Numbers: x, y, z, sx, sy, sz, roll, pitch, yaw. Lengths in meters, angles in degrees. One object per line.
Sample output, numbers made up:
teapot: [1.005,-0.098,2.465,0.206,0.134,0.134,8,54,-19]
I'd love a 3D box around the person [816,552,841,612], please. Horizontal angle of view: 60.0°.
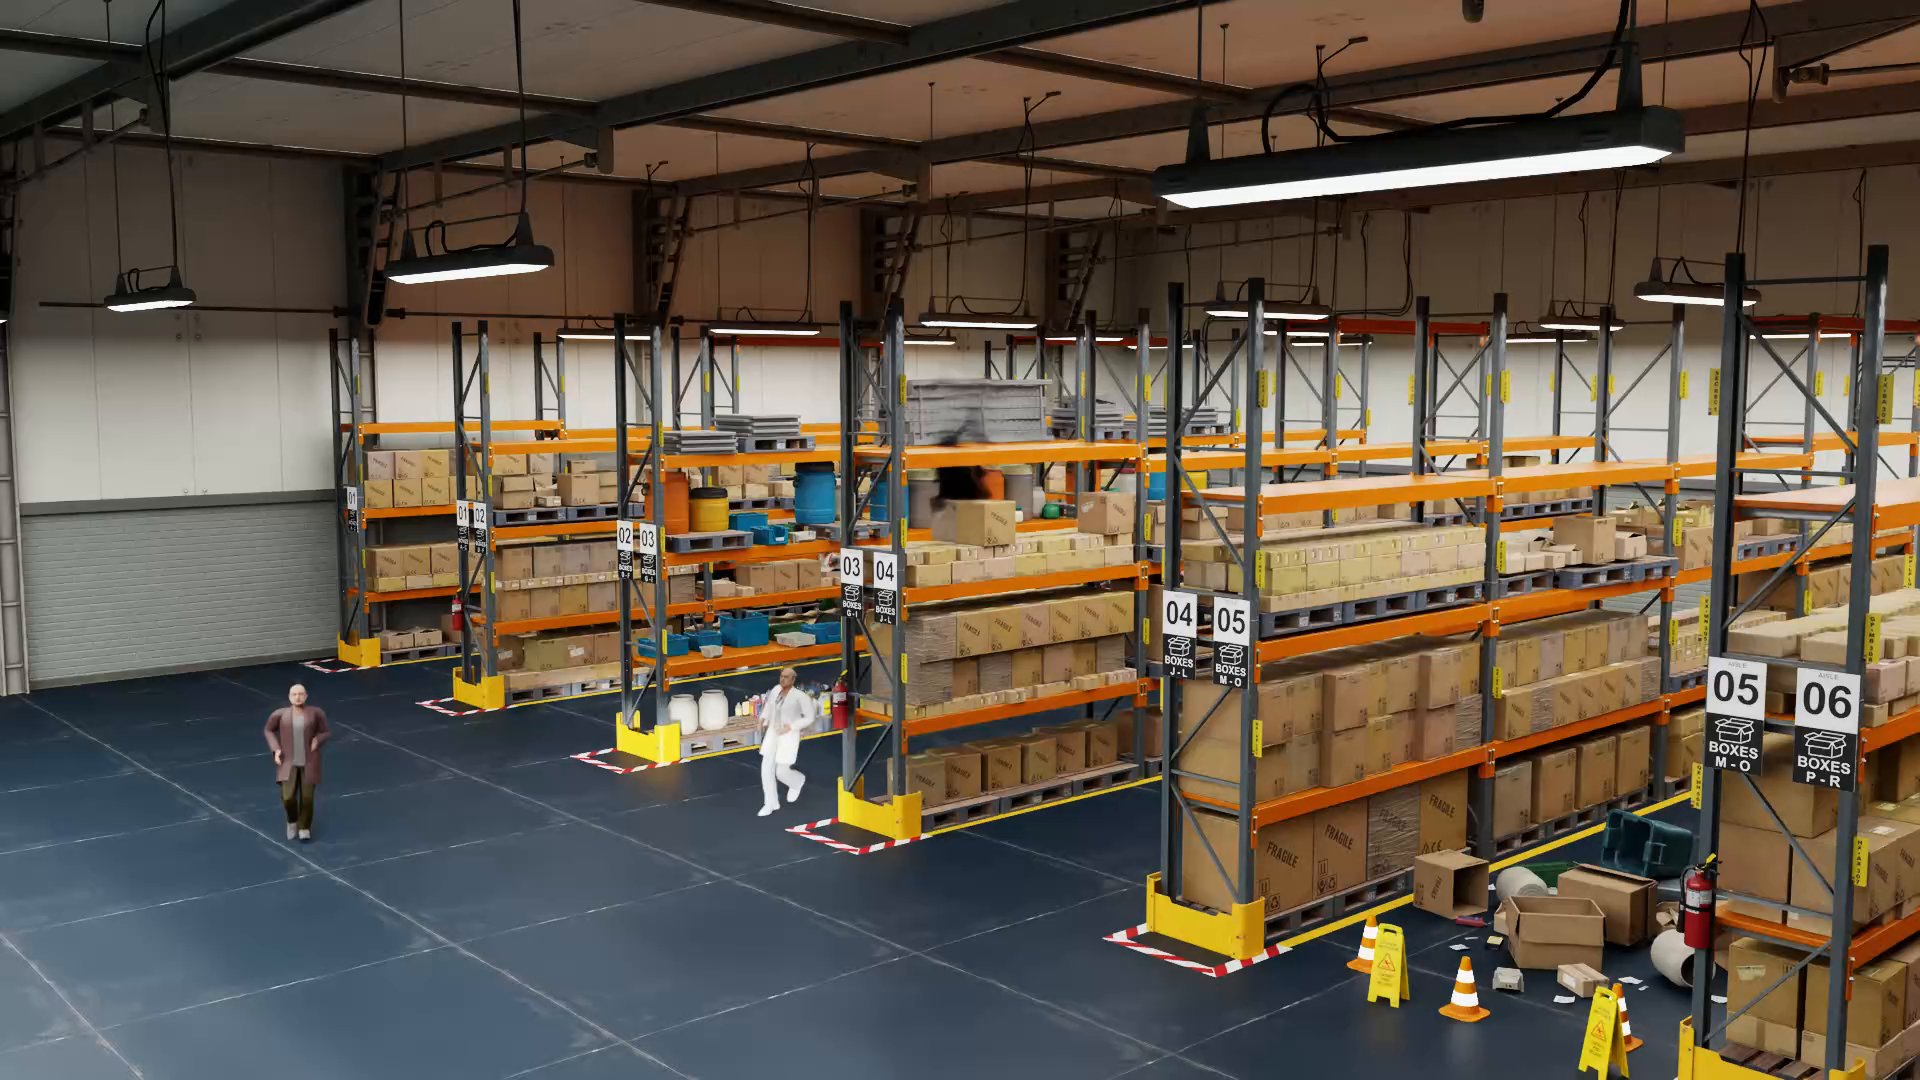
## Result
person: [-2.706,0.909,33.955,0.642,1.833,0.876,5,7,40]

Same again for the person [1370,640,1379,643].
person: [5.725,2.135,22.588,0.706,1.686,0.610,-4,7,-38]

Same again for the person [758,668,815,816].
person: [-2.039,2.374,19.746,0.754,1.754,0.810,4,7,32]

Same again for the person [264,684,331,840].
person: [-7.309,2.478,18.371,0.695,1.745,0.642,-2,6,-21]
